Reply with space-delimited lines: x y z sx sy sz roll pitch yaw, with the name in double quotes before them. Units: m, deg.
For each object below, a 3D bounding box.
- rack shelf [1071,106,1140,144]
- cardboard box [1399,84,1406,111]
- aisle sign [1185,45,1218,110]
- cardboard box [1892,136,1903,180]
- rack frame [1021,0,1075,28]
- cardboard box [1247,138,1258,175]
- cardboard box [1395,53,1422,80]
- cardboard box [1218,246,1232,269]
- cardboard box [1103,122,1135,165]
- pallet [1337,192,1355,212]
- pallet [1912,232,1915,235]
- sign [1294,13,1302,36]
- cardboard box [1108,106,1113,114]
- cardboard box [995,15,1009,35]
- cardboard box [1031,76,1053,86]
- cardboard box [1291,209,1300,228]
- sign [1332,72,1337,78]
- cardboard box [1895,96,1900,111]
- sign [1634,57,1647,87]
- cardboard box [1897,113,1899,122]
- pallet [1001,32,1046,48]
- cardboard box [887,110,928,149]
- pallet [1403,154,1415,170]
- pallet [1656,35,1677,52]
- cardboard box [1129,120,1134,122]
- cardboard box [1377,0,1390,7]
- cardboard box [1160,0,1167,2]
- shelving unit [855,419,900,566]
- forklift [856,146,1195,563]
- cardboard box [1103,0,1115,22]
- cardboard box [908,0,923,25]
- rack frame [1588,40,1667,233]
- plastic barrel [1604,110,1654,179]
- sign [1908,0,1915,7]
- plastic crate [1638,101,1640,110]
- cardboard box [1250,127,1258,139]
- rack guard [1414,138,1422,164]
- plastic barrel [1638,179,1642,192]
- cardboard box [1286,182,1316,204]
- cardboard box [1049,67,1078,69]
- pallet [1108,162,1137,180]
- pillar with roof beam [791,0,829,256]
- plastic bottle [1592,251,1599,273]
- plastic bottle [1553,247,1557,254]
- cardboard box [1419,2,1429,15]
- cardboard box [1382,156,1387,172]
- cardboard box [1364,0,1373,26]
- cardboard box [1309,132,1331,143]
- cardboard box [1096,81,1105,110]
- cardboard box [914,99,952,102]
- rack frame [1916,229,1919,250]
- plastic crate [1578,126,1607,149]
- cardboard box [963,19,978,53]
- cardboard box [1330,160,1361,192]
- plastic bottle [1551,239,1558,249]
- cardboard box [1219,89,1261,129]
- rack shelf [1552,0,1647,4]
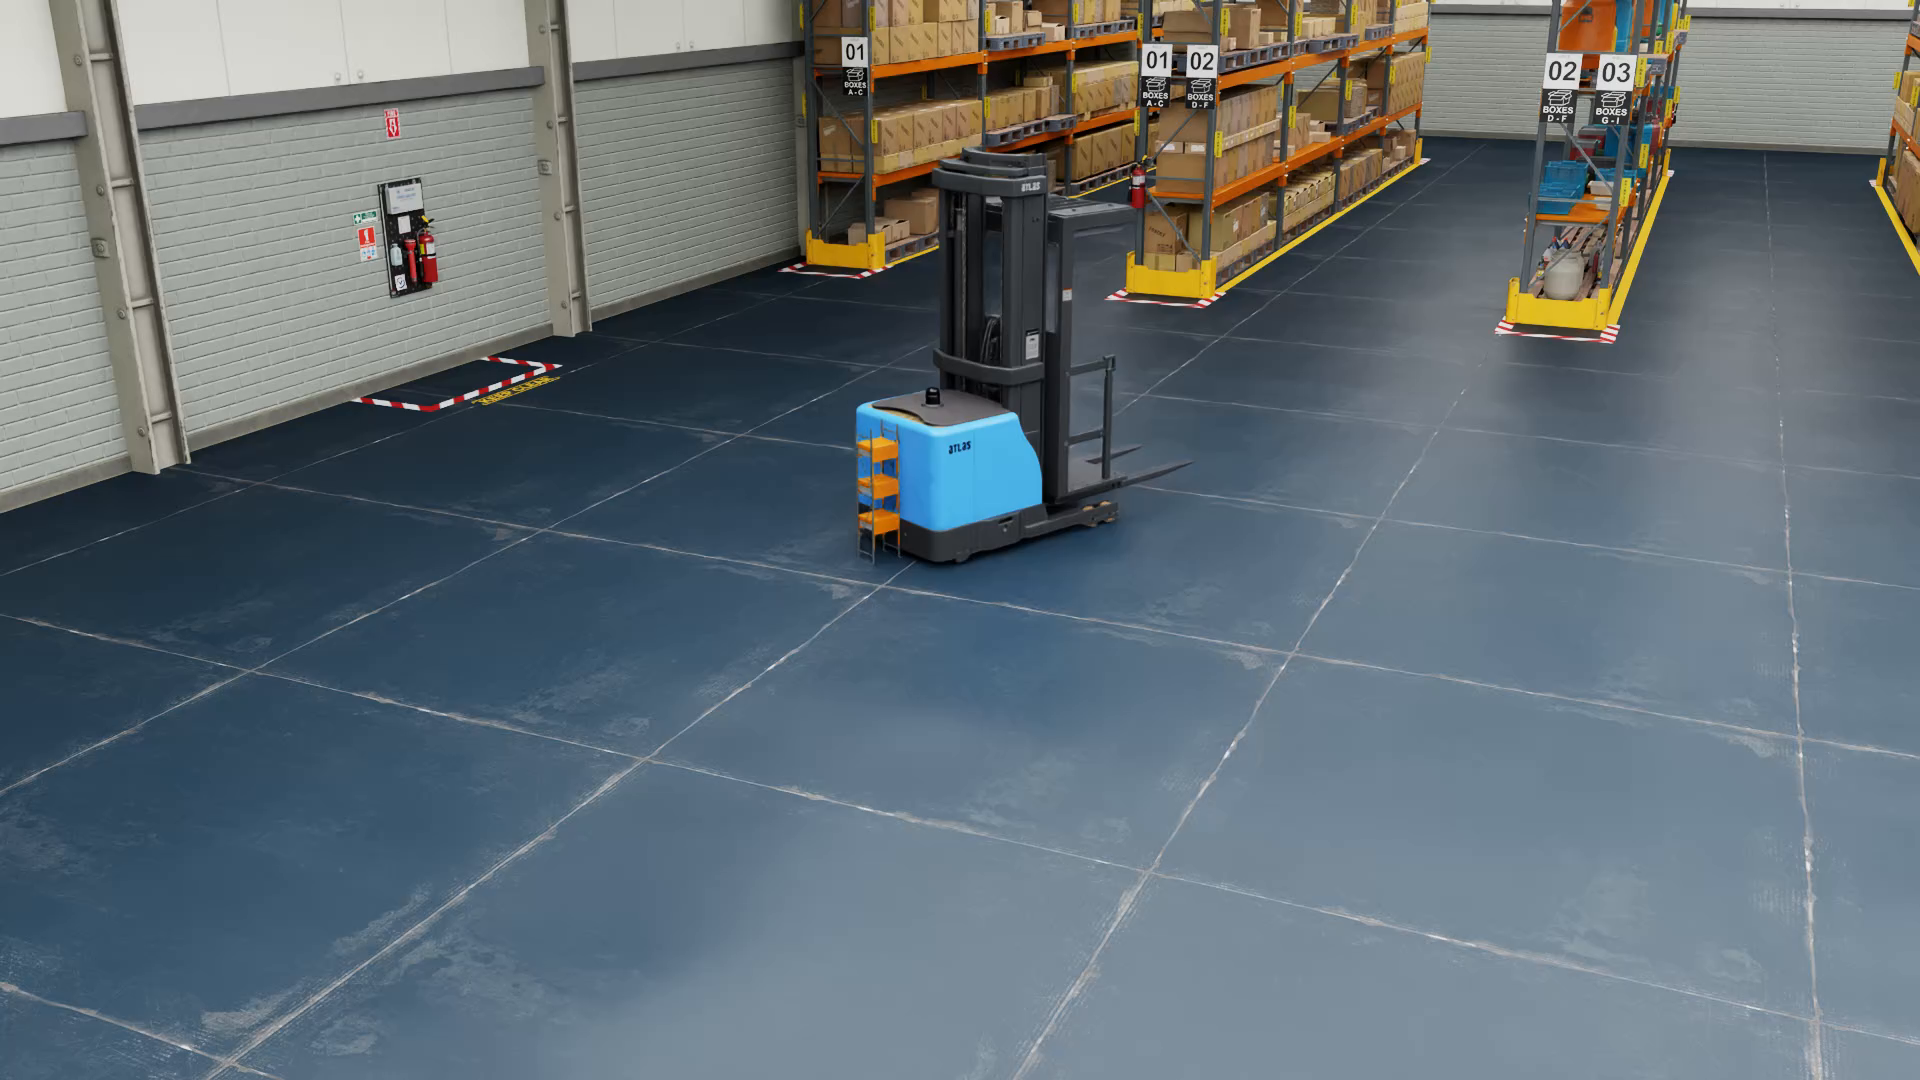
"rack shelf" 2.395 -8.122 32.405 1.077 0.370 4.000 9 21 23
"cardboard box" 8.605 -8.869 33.282 0.500 0.500 0.500 8 21 22
"aisle sign" 3.073 -5.888 21.170 0.394 0.787 0.004 9 21 23
"cardboard box" 18.219 -7.247 31.413 0.875 0.875 0.875 9 21 23
"rack frame" 1.576 -10.676 29.560 1.000 3.000 0.127 9 21 23
"cardboard box" 3.863 -5.544 23.932 0.700 0.500 0.500 9 21 24
"cardboard box" 9.235 -9.807 34.426 0.500 0.500 0.500 9 22 24
"cardboard box" 3.444 -3.915 22.977 0.500 0.250 0.500 9 21 23
"cardboard box" 3.066 -8.041 33.684 0.750 0.750 0.750 9 21 23
"pallet" 6.437 -6.080 29.751 1.003 0.211 1.213 9 21 23
"pallet" 16.025 -5.099 26.992 1.003 0.211 1.213 9 21 23
"sign" 4.965 -7.567 24.403 0.100 0.325 0.005 9 21 23
"cardboard box" 2.773 -8.439 32.567 0.380 0.149 0.250 8 21 21
"cardboard box" 0.487 -8.541 27.537 0.500 0.311 0.500 9 22 24
"cardboard box" 1.462 -8.300 30.058 0.380 0.149 0.250 6 20 16
"cardboard box" 5.060 -5.096 26.299 0.500 0.250 0.500 9 22 24
"sign" 7.236 -8.874 32.153 0.100 0.325 0.005 9 21 23
"cardboard box" 17.966 -8.216 31.375 0.500 0.250 0.500 8 21 21
"sign" 7.838 -5.386 19.146 0.100 0.325 0.005 9 21 23
"cardboard box" 17.648 -7.838 30.907 0.380 0.149 0.250 8 21 22
"pallet" 0.710 -8.443 28.038 1.213 0.211 1.003 9 21 23
"cardboard box" -0.802 -6.108 24.742 0.500 0.500 0.500 8 21 21
"pallet" 9.016 -8.036 35.250 1.003 0.211 1.213 9 21 23
"pallet" 11.016 -8.035 26.891 1.003 0.211 1.213 9 21 23
"cardboard box" 3.798 -8.915 35.695 0.380 0.149 0.250 9 21 23
"cardboard box" 7.899 -10.479 31.841 0.700 0.500 0.500 9 21 23
"cardboard box" 3.966 -11.351 34.262 0.500 0.500 0.500 8 21 22
"shelving unit" -0.613 -0.356 12.402 0.252 1.050 0.215 -16 25 -38
"forklift" 0.641 -1.600 13.094 3.031 2.935 1.130 -16 25 -38
"cardboard box" 2.584 -10.307 32.193 0.700 0.500 0.500 8 21 22
"cardboard box" -0.870 -7.734 24.092 0.500 0.500 0.500 9 22 24
"rack frame" 10.614 -6.490 26.743 1.000 3.000 0.127 9 21 23
"plastic barrel" 9.411 -5.580 23.435 0.600 0.901 0.708 9 21 23
"sign" 17.905 -10.197 31.265 0.100 0.325 0.005 9 21 23
"plastic crate" 13.045 -8.127 31.432 0.437 0.282 0.530 9 21 23
"cardboard box" 4.021 -5.801 23.686 0.380 0.149 0.250 9 22 24
"rack guard" 9.341 -8.416 35.887 1.175 0.500 0.348 9 21 23
"plastic barrel" 12.014 -6.758 30.001 0.600 0.901 0.708 9 21 23
"cardboard box" 5.483 -5.677 27.096 0.500 0.311 0.500 9 22 24
"cardboard box" 1.953 -8.888 31.743 0.500 0.250 0.500 8 21 21
"pallet" 2.966 -7.513 33.778 1.003 0.211 1.213 9 21 23
"pillar with roof beam" 1.725 -7.973 21.958 9.100 9.000 0.400 9 21 23
"plastic bottle" 8.597 -3.767 22.481 0.061 0.283 0.133 9 21 23
"plastic bottle" 8.163 -3.892 22.851 0.097 0.271 0.097 0 20 0
"cardboard box" 9.395 -11.003 34.432 0.500 0.250 0.500 9 21 23
"cardboard box" 8.104 -7.433 32.749 0.500 0.311 0.500 9 21 23
"cardboard box" 7.208 -9.748 30.501 0.600 0.600 0.600 8 21 22
"cardboard box" 5.980 -6.740 27.819 0.380 0.149 0.250 9 21 23
"cardboard box" 2.435 -8.470 31.686 0.500 0.500 0.500 8 21 22
"cardboard box" -0.445 -6.804 26.699 0.500 0.500 0.500 8 21 21
"rack frame" 15.133 -5.811 24.832 1.000 3.000 0.127 9 21 23
"plastic crate" 9.673 -6.069 25.461 0.402 0.464 0.583 9 21 23
"cardboard box" -0.045 -7.908 26.072 0.500 0.500 0.500 9 22 24
"cardboard box" 6.963 -6.614 30.164 0.500 0.500 0.500 8 21 22
"plastic bottle" 8.190 -3.979 22.978 0.144 0.351 0.185 8 21 20
"cardboard box" 3.871 -6.163 23.736 0.700 0.500 0.500 9 21 23
"rack shelf" 8.157 -6.955 20.767 1.077 0.370 4.000 9 21 23
